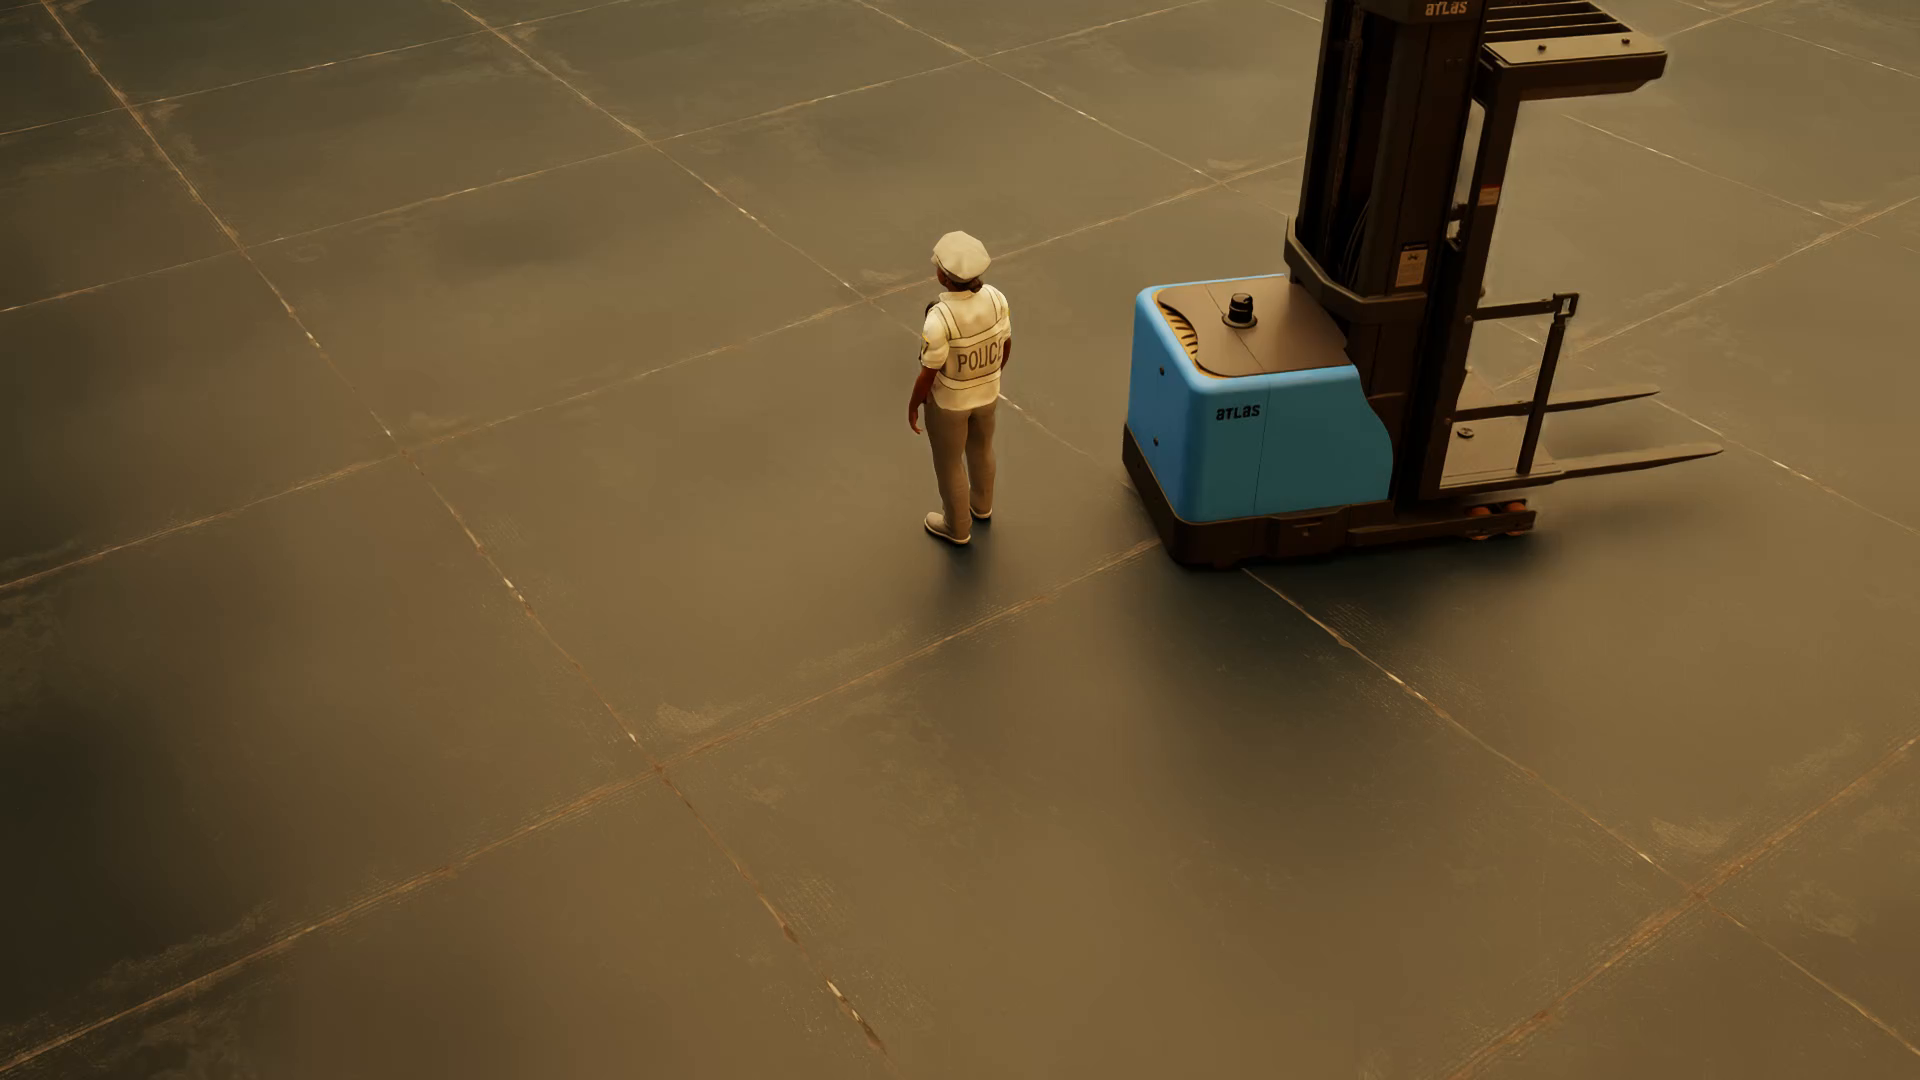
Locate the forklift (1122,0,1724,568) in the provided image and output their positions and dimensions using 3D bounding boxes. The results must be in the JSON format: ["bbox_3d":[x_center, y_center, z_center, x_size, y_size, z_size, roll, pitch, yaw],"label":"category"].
[{"bbox_3d":[2.435,-1.479,7.945,3.031,2.935,1.130,-7,37,-9],"label":"forklift"}]

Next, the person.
[{"bbox_3d":[-0.027,-0.730,7.960,0.569,1.694,0.530,-23,42,-28],"label":"person"}]
